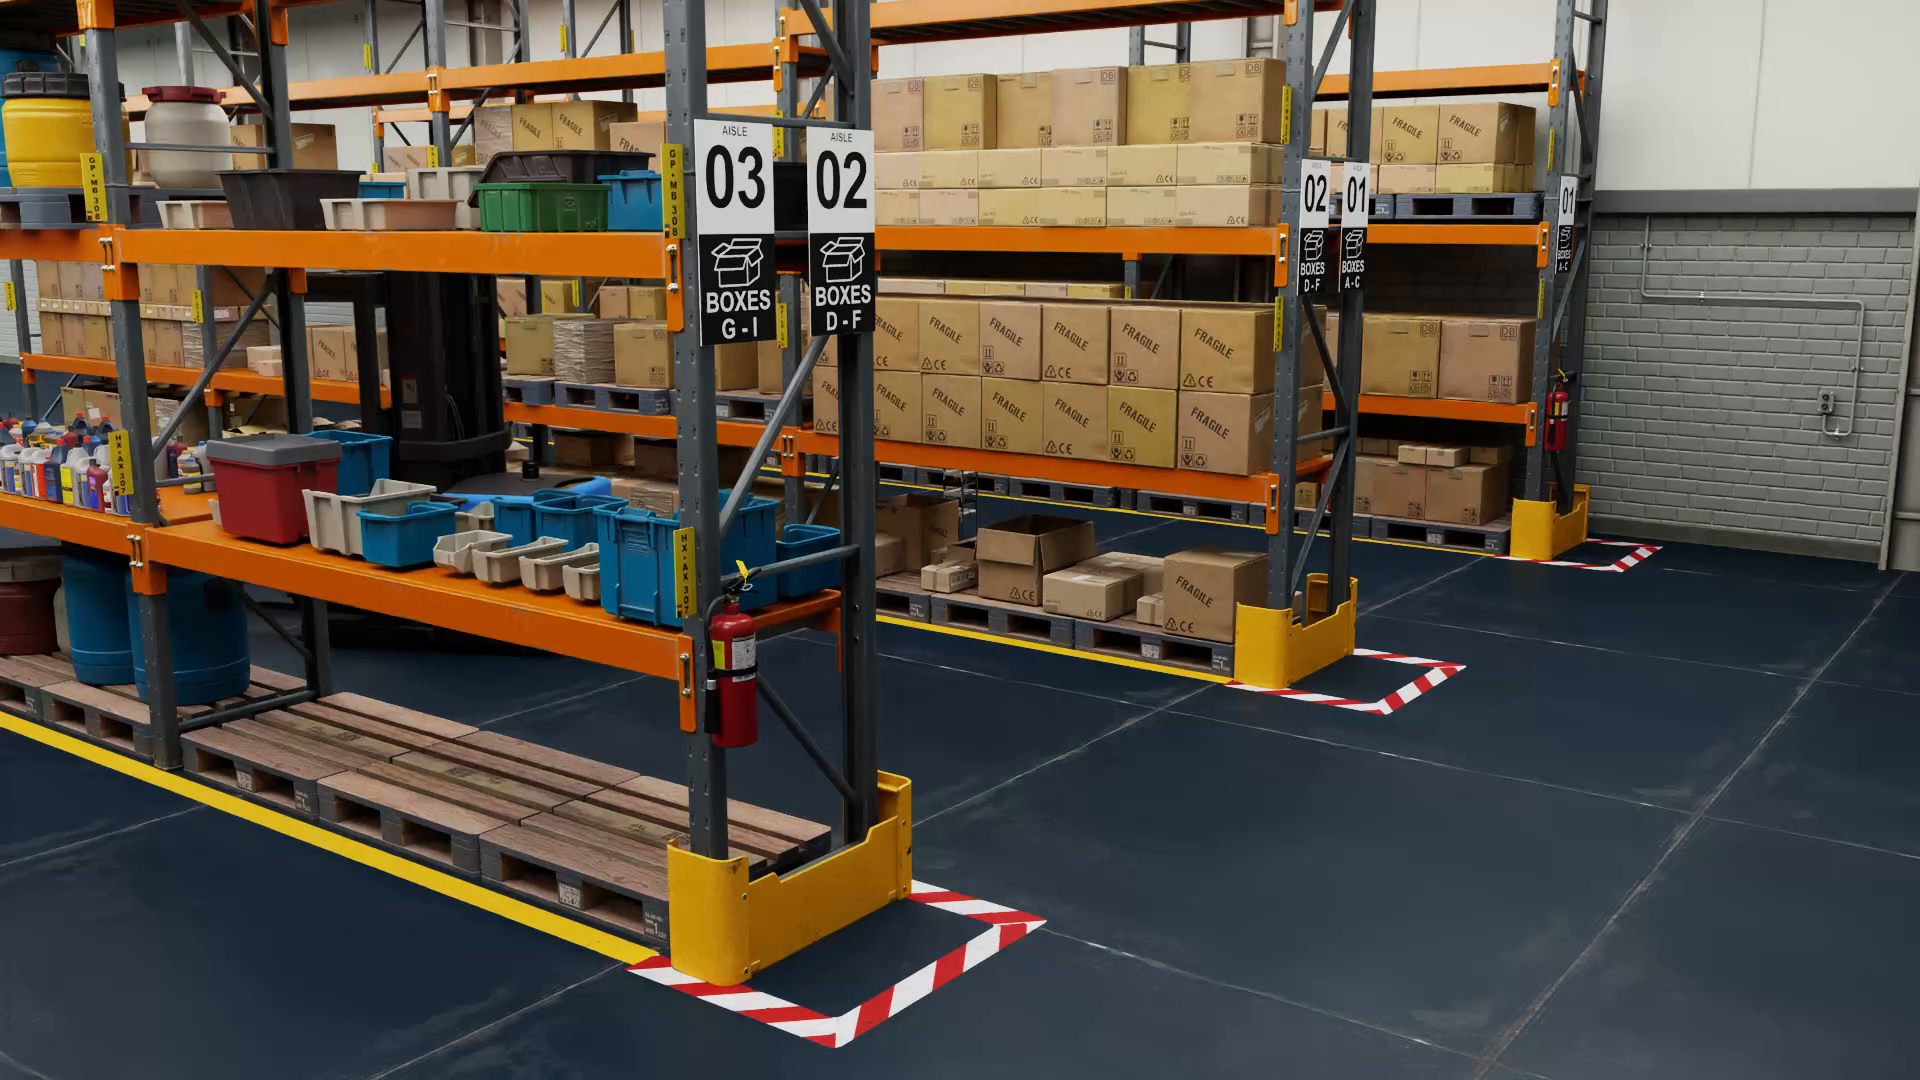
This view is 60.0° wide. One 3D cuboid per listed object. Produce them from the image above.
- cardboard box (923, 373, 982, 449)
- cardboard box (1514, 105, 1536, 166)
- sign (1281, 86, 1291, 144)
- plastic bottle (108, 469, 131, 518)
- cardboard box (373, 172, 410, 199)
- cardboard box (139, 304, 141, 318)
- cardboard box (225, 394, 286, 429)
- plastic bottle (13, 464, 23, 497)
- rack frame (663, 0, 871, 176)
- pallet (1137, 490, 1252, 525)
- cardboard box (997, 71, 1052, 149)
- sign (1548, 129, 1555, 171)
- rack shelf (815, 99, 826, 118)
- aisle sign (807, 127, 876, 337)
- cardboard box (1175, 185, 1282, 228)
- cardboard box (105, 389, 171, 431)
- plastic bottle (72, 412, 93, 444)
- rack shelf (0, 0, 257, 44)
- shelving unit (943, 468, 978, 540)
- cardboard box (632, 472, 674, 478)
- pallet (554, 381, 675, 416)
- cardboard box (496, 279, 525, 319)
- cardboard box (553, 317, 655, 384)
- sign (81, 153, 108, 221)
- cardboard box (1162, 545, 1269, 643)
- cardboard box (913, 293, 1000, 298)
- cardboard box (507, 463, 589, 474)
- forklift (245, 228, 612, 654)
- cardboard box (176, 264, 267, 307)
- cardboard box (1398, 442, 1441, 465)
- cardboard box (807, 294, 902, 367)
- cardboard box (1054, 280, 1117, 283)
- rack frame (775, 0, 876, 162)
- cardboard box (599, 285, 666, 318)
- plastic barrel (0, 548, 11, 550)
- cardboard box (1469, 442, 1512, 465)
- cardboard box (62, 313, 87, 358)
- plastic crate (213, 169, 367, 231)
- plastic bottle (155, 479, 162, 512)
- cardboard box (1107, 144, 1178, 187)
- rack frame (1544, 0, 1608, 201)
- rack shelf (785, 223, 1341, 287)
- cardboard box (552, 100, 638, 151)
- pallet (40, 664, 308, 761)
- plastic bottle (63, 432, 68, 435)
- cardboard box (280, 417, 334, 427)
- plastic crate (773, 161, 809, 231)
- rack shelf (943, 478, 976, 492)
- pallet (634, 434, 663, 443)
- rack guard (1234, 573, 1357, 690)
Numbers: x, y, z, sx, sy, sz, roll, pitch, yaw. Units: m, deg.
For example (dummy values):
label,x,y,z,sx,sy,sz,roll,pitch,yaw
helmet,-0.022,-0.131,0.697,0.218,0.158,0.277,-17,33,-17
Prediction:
label,x,y,z,sx,sy,sz,roll,pitch,yaw
cardboard box,0.084,-0.931,11.680,0.500,0.500,0.500,8,13,35
cardboard box,4.726,-3.545,14.611,0.500,0.500,0.500,7,13,33
sign,1.897,-2.469,9.668,0.005,0.325,0.100,8,13,36
plastic bottle,-4.426,-0.270,8.857,0.135,0.276,0.152,8,13,36
cardboard box,-5.038,-3.248,15.313,0.500,0.250,0.500,8,14,37
cardboard box,-8.799,-2.502,18.095,0.250,0.149,0.380,8,14,37
cardboard box,-7.619,-1.318,18.106,0.500,0.500,0.500,8,13,36
plastic bottle,-5.345,-0.355,9.493,0.097,0.201,0.097,0,11,0
rack frame,-0.693,-2.832,5.977,0.127,3.000,1.000,8,13,36
pallet,2.514,-0.387,16.472,1.213,0.211,1.003,8,13,36
cardboard box,0.651,-2.892,11.289,0.500,0.500,0.700,8,13,36
sign,4.839,-3.190,13.604,0.005,0.325,0.100,8,13,36
rack shelf,0.335,-4.474,17.410,4.000,0.370,1.077,8,13,36
aisle sign,-0.459,-1.200,6.493,0.004,0.787,0.394,8,13,36
cardboard box,1.672,-2.061,10.284,0.500,0.250,0.500,8,13,36
cardboard box,-9.146,-1.404,18.551,0.500,0.500,0.500,8,13,36
plastic bottle,-5.538,-0.629,10.514,0.185,0.351,0.144,8,13,36
rack shelf,-5.529,-2.957,9.570,4.000,0.370,1.077,8,13,36
shelving unit,0.007,-0.441,14.940,0.210,0.900,0.258,8,13,36
cardboard box,-2.470,-0.347,14.350,0.500,0.500,0.500,7,13,33
pallet,-2.636,-1.232,14.005,1.213,0.211,1.003,8,13,36
cardboard box,-5.870,-3.176,21.918,0.500,0.500,0.500,7,13,34
cardboard box,-3.008,-1.614,14.105,0.700,0.500,0.500,-10,15,-42
sign,-4.244,-1.730,8.152,0.005,0.325,0.100,8,13,36
cardboard box,1.658,0.343,10.781,0.500,0.500,0.500,8,13,36
cardboard box,-0.007,-1.560,12.300,0.500,0.500,0.500,8,13,34
cardboard box,-3.583,-0.380,14.519,0.500,0.500,0.500,7,13,33
forklift,-4.003,-0.814,11.520,3.031,2.935,1.130,3,11,14
cardboard box,-7.791,-2.729,17.558,0.500,0.500,0.700,8,14,36
cardboard box,4.130,-0.779,14.929,0.250,0.149,0.380,8,14,37
cardboard box,-0.769,-1.538,12.188,0.500,0.500,0.500,8,14,37
cardboard box,1.305,-2.576,17.373,0.500,0.250,0.500,8,14,36
rack frame,-0.982,-4.040,12.219,0.127,3.000,1.000,8,13,36
cardboard box,-4.111,-2.955,20.986,0.500,0.500,0.700,8,14,36
plastic barrel,-6.229,0.331,10.864,0.421,0.512,0.421,0,11,0
cardboard box,4.767,-0.781,14.936,0.250,0.149,0.380,8,14,36
cardboard box,-9.859,-2.380,19.170,0.500,0.500,0.700,8,14,37
plastic crate,-3.078,-1.563,7.660,0.590,0.269,0.497,8,13,36
plastic bottle,-4.367,-0.255,8.973,0.097,0.201,0.097,0,11,0
cardboard box,1.274,-2.364,10.534,0.500,0.250,0.500,8,13,36
rack frame,5.171,-4.349,13.817,0.127,3.000,1.000,8,13,36
rack shelf,0.630,-1.989,11.410,4.000,0.370,1.077,8,13,36
cardboard box,-3.036,-3.392,13.873,0.500,0.500,0.500,8,13,36
pallet,-4.514,0.939,9.618,1.213,0.211,1.003,8,13,36
plastic bottle,-5.745,-0.590,10.706,0.097,0.201,0.097,0,11,0
cardboard box,-6.934,-1.124,17.598,0.500,0.311,0.500,8,13,36
plastic crate,-0.838,-1.381,6.719,0.590,0.269,0.497,8,13,36
rack shelf,0.007,-0.497,14.929,0.200,0.077,0.258,8,13,36
pallet,-3.873,-1.296,21.174,1.213,0.211,1.003,8,13,36
rack guard,2.181,0.574,10.746,0.348,0.500,1.175,8,13,36
